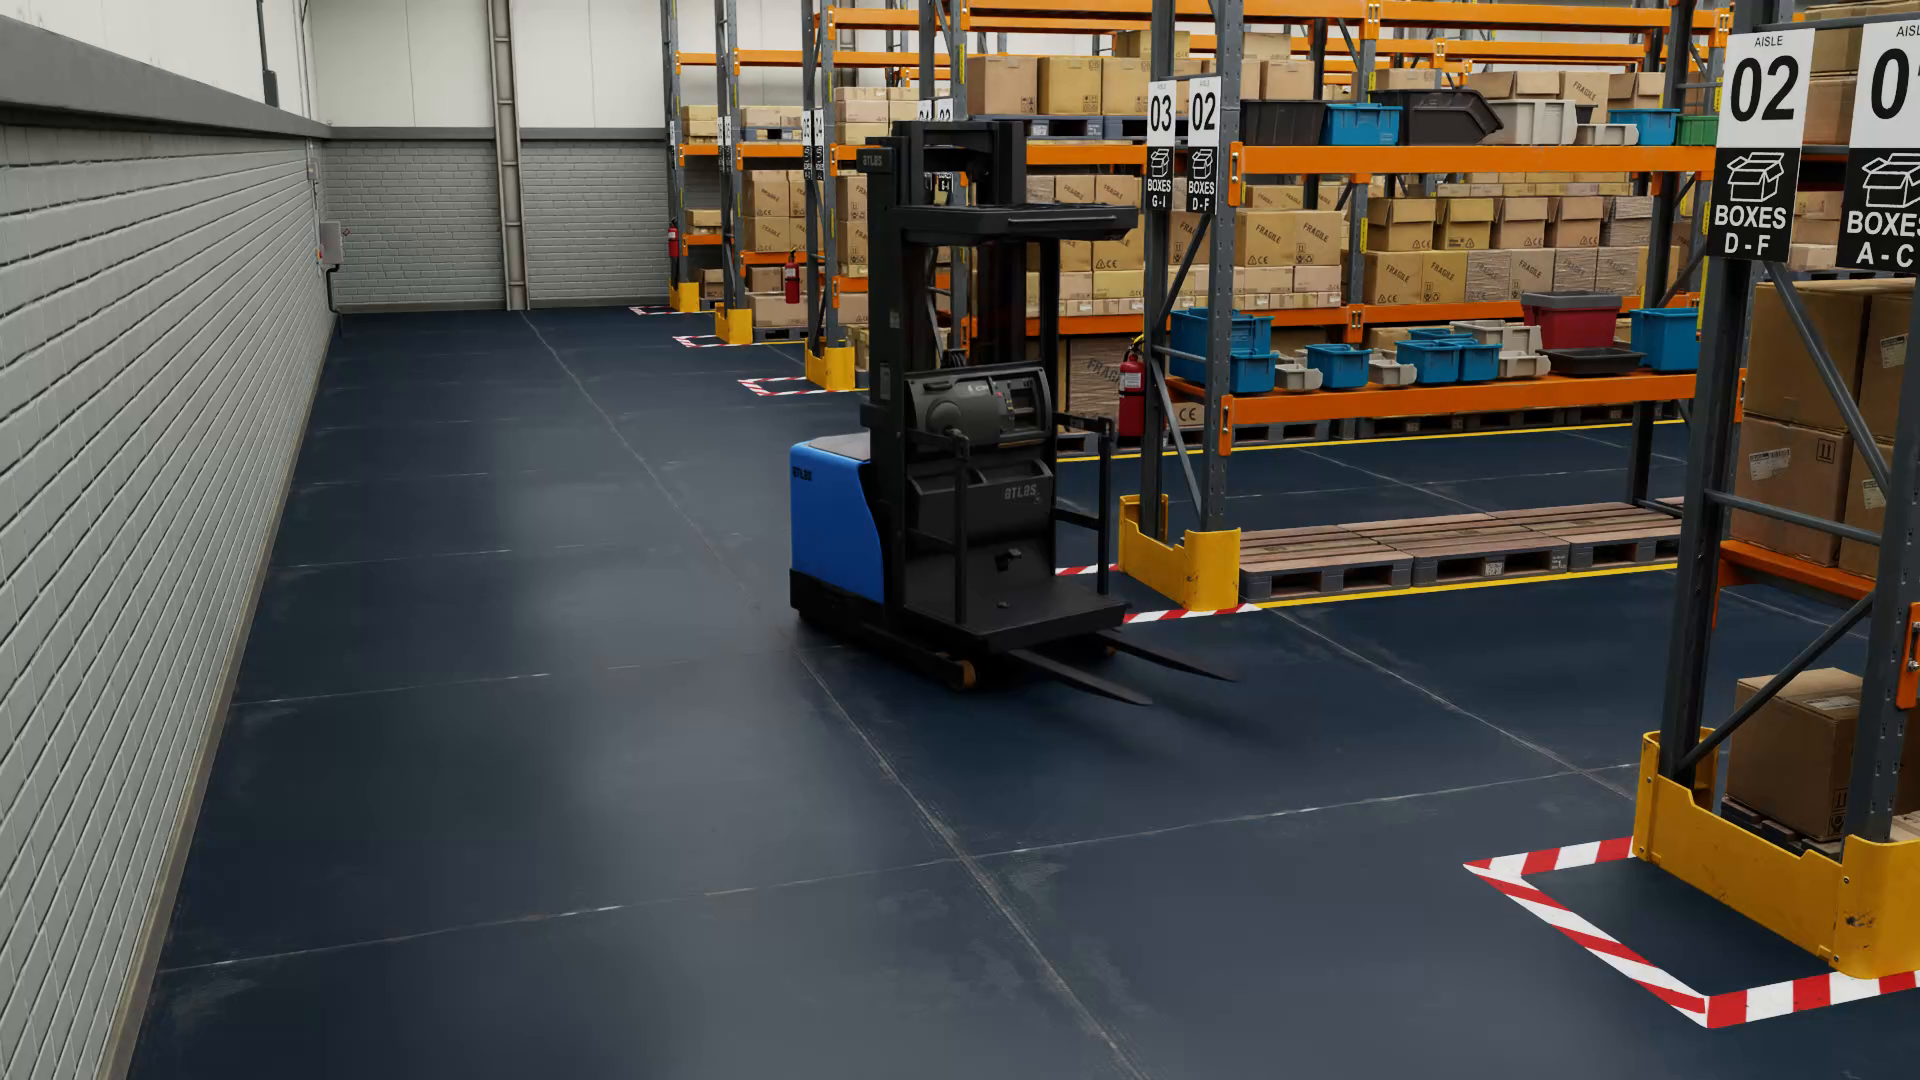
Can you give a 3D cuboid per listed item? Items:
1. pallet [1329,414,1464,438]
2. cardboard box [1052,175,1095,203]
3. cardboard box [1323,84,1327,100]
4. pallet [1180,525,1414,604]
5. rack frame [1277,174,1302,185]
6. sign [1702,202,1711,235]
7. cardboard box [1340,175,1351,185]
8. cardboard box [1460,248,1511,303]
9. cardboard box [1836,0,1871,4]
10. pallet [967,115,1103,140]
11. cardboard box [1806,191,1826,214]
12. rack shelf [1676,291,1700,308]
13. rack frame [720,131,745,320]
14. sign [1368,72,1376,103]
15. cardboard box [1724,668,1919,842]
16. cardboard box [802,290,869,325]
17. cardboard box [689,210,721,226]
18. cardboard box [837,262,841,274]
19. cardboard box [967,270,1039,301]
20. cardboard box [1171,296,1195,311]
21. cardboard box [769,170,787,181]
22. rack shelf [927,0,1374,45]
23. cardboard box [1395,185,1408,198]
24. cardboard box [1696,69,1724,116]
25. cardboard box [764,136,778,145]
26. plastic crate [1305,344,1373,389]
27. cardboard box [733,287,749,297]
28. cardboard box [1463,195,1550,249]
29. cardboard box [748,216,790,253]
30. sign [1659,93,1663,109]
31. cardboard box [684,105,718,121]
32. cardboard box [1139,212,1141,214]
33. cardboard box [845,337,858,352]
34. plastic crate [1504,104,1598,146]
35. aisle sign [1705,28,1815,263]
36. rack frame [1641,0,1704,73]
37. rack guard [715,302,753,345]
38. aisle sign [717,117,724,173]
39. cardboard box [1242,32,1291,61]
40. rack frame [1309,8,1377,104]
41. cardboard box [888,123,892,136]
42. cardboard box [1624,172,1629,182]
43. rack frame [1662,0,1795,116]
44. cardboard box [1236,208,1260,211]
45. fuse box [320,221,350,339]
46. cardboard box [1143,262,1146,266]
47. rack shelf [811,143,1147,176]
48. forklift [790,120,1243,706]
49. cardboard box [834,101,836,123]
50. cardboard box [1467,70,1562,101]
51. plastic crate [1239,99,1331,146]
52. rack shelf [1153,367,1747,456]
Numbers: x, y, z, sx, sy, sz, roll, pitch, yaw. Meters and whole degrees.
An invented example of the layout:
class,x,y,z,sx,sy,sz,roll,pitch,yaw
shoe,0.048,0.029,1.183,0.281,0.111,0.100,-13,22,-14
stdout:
class,x,y,z,sx,sy,sz,roll,pitch,yaw
pallet,4.342,-1.255,16.962,1.213,0.211,1.003,-4,14,-18
cardboard box,1.301,-4.180,20.213,0.500,0.500,0.500,-5,14,-20
cardboard box,4.427,-5.623,20.946,0.258,0.266,0.396,-4,14,-18
pallet,2.218,0.148,11.066,1.213,0.211,1.003,-4,14,-18
rack frame,6.470,-6.390,32.526,0.127,3.000,1.000,-4,14,-18
sign,7.606,-3.275,16.927,0.005,0.325,0.100,-4,14,-18
cardboard box,6.501,-5.955,27.529,0.250,0.149,0.380,-4,14,-15
cardboard box,5.101,-2.640,16.543,0.500,0.500,0.500,-5,14,-19
cardboard box,3.482,-2.106,5.654,0.500,0.500,0.700,-4,14,-18
pallet,0.544,-3.716,14.993,1.213,0.211,1.003,-4,14,-18
cardboard box,12.092,-5.026,24.133,0.550,0.550,0.875,-4,14,-18
rack shelf,9.322,-2.631,18.276,4.000,0.370,1.077,-4,14,-18
rack frame,-3.317,-4.416,24.227,0.127,3.000,1.000,-4,14,-18
sign,3.813,-4.166,15.403,0.005,0.325,0.100,-4,14,-18
cardboard box,3.437,0.838,6.589,0.500,0.500,0.500,-4,14,-18
cardboard box,-1.858,-3.514,25.064,0.875,0.438,0.875,-4,14,-17
cardboard box,-4.387,-5.551,28.678,0.500,0.250,0.500,-4,14,-18
cardboard box,-1.423,-3.302,20.085,0.250,0.149,0.380,-4,14,-18
cardboard box,0.385,-2.291,14.973,0.500,0.250,0.500,-5,14,-20
cardboard box,1.991,-2.208,15.486,0.250,0.149,0.380,-4,14,-17
cardboard box,-2.666,-5.267,24.027,0.250,0.149,0.380,-4,14,-17
rack shelf,1.739,-4.764,15.146,4.000,0.370,1.077,-4,14,-18
cardboard box,7.222,-5.578,27.346,0.500,0.500,0.500,-4,14,-18
cardboard box,7.954,-4.563,17.064,0.500,0.500,0.500,-4,14,-18
cardboard box,-3.309,-6.903,28.743,0.250,0.149,0.380,-5,14,-19
plastic crate,2.386,-1.099,10.513,0.300,0.233,0.416,-4,14,-18
cardboard box,-3.878,-4.369,29.282,0.250,0.149,0.380,-5,14,-20
cardboard box,5.476,-3.221,16.819,0.637,0.503,0.797,-4,14,-16
cardboard box,-2.770,-4.437,24.100,0.500,0.500,0.500,-5,14,-19
sign,5.041,-3.036,11.924,0.005,0.325,0.100,-4,14,-18
cardboard box,-4.403,-7.257,28.287,0.500,0.250,0.500,-5,14,-19
cardboard box,2.924,-5.005,25.944,0.500,0.250,0.500,-5,14,-20
cardboard box,-1.233,-2.402,20.368,0.250,0.149,0.380,-5,14,-20
plastic crate,3.950,-2.816,11.299,0.590,0.269,0.497,-4,14,-18
aisle sign,2.837,-1.397,5.915,0.004,0.787,0.394,-4,14,-18
rack frame,9.731,-7.142,22.724,0.127,3.000,1.000,-4,14,-18
rack guard,-3.340,-3.198,24.509,0.348,0.500,1.175,-4,14,-18
aisle sign,-3.484,-5.744,24.190,0.004,0.787,0.394,-4,14,-18
cardboard box,2.742,-4.596,15.539,0.500,0.250,0.500,-5,14,-22
rack frame,3.635,-5.457,15.637,0.127,3.000,1.000,-4,14,-18
cardboard box,-0.635,-4.739,19.428,0.500,0.250,0.500,-4,14,-16
cardboard box,11.433,-6.191,28.670,0.500,0.500,0.700,-5,14,-19
rack frame,5.215,-4.370,11.070,0.127,3.000,1.000,-4,14,-18
cardboard box,2.630,-2.961,16.168,0.500,0.500,0.500,-4,14,-18
fuse box,-9.185,-3.840,24.587,0.414,1.711,0.539,-4,14,-18
cardboard box,1.674,-2.523,15.948,0.500,0.250,0.500,-4,14,-18
rack shelf,0.253,-4.595,20.051,4.000,0.370,1.077,-4,14,-18
forklift,0.244,-0.754,8.978,1.130,2.935,3.031,-10,16,-35
cardboard box,-1.287,-5.057,19.684,0.500,0.250,0.500,-5,14,-20
cardboard box,5.497,-4.392,16.511,0.637,0.503,0.797,-5,14,-19
plastic crate,1.877,-2.520,10.053,0.590,0.269,0.497,-4,14,-18
rack shelf,3.319,-0.954,11.227,4.000,0.370,1.077,-4,14,-18
